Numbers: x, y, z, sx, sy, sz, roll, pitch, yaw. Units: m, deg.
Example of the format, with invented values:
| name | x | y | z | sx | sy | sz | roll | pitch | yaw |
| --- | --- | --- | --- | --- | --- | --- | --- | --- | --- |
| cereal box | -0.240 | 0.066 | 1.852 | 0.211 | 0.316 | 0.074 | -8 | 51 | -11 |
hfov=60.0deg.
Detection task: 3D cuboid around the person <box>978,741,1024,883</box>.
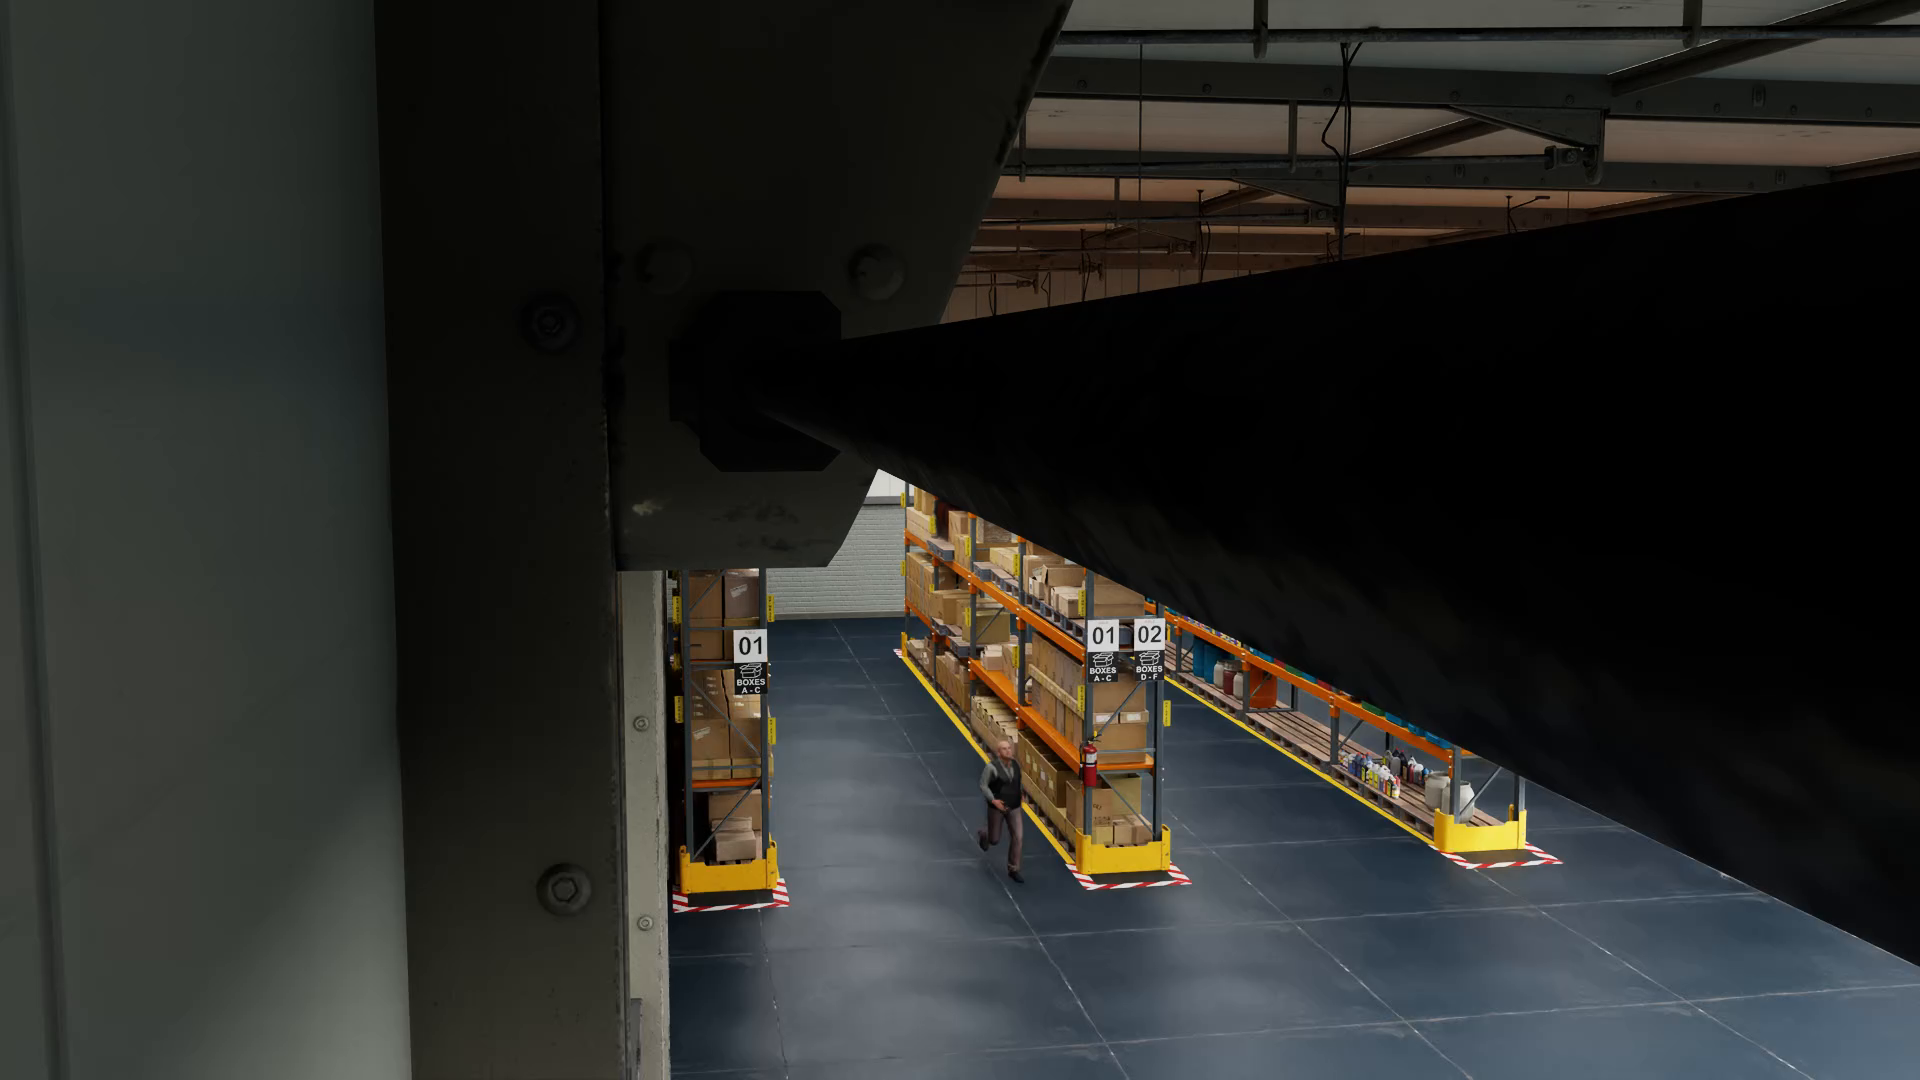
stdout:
| name | x | y | z | sx | sy | sz | roll | pitch | yaw |
| --- | --- | --- | --- | --- | --- | --- | --- | --- | --- |
| person | 0.544 | 3.359 | 20.801 | 0.643 | 1.710 | 0.950 | -2 | 6 | -21 |
